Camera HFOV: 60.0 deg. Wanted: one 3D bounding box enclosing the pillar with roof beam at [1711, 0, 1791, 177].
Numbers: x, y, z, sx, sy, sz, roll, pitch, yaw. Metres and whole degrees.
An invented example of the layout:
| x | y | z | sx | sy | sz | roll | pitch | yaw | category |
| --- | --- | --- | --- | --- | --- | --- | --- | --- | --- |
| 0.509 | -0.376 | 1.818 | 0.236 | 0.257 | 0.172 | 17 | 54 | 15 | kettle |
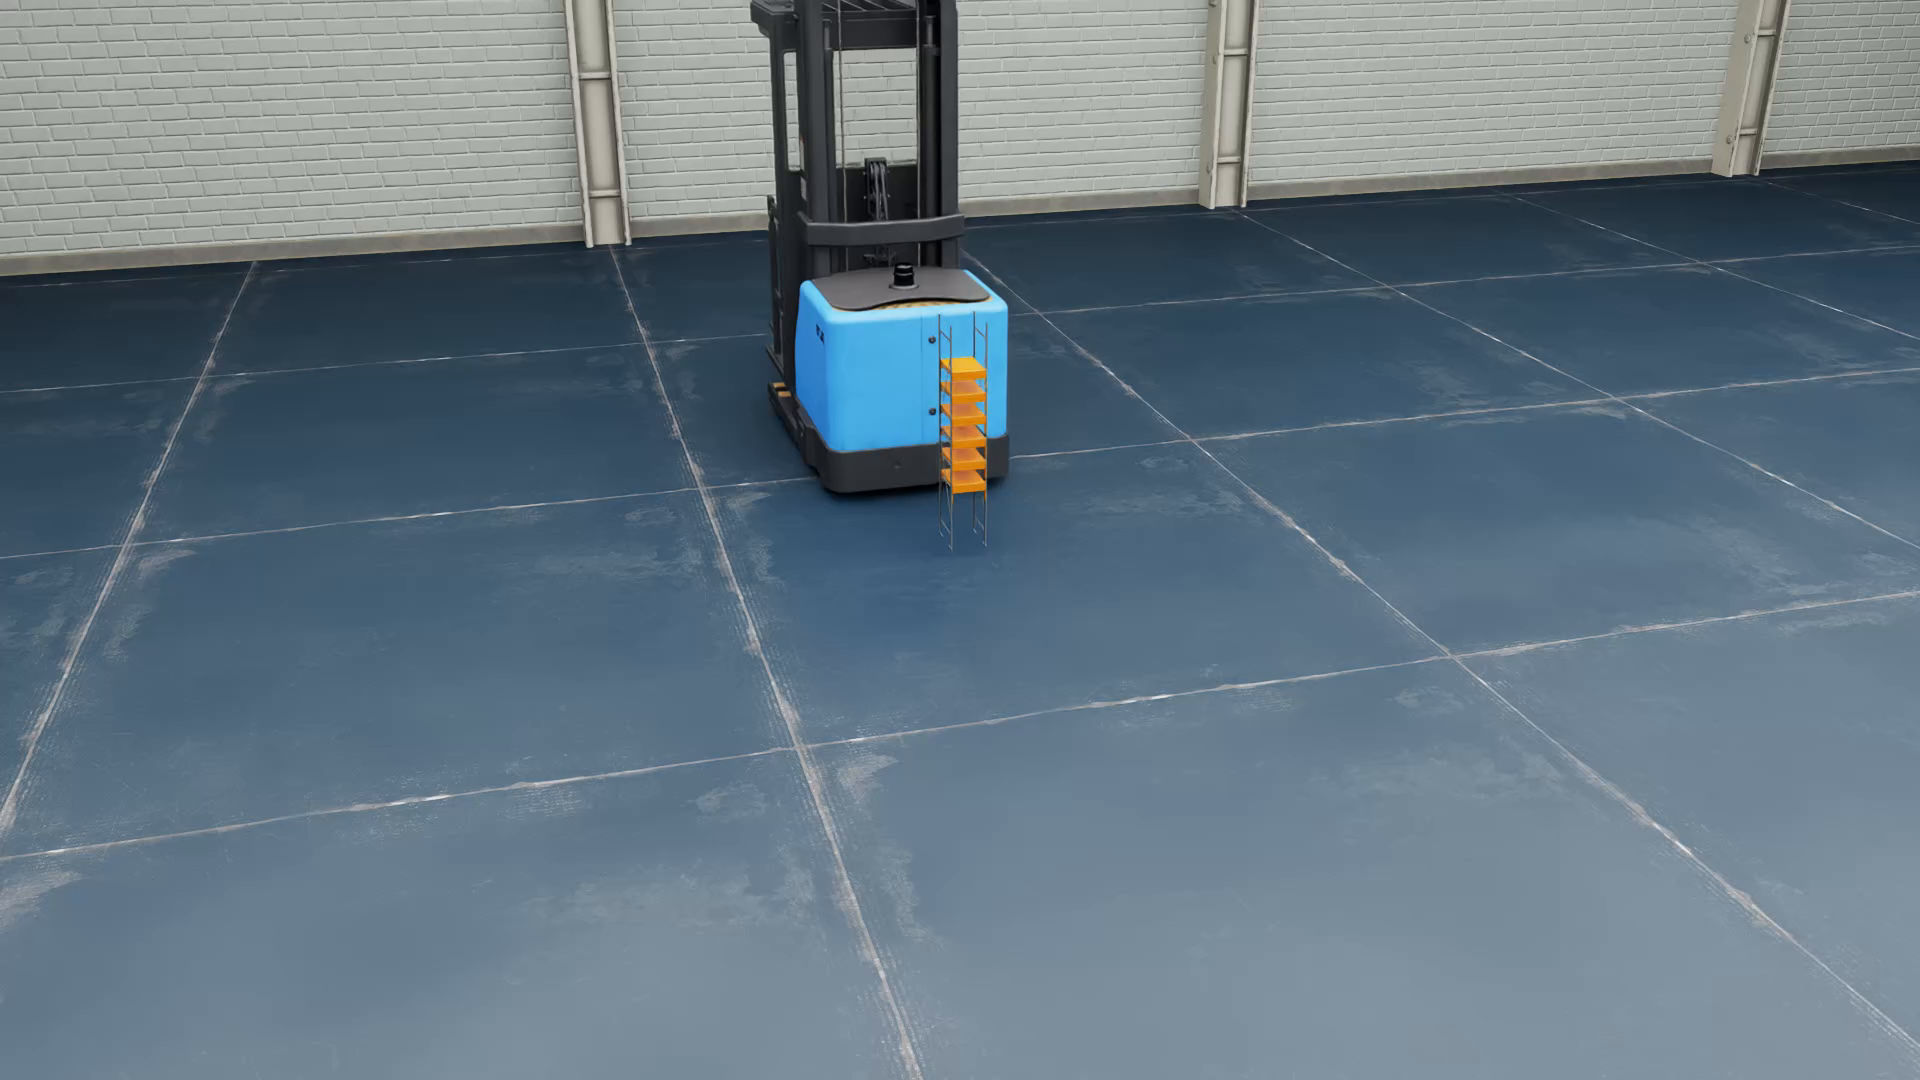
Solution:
| x | y | z | sx | sy | sz | roll | pitch | yaw | category |
| --- | --- | --- | --- | --- | --- | --- | --- | --- | --- |
| 9.537 | -6.469 | 12.413 | 0.400 | 9.000 | 9.100 | -6 | 24 | -14 | pillar with roof beam |

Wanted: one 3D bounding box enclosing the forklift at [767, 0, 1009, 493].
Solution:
| x | y | z | sx | sy | sz | roll | pitch | yaw | category |
| --- | --- | --- | --- | --- | --- | --- | --- | --- | --- |
| -0.614 | -2.162 | 10.071 | 1.130 | 2.935 | 3.031 | -6 | 24 | -14 | forklift |

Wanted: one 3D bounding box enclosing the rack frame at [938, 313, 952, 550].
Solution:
| x | y | z | sx | sy | sz | roll | pitch | yaw | category |
| --- | --- | --- | --- | --- | --- | --- | --- | --- | --- |
| -0.074 | -0.543 | 8.494 | 0.006 | 1.200 | 0.240 | -6 | 24 | -14 | rack frame |

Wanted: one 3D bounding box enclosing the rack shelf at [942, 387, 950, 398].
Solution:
| x | y | z | sx | sy | sz | roll | pitch | yaw | category |
| --- | --- | --- | --- | --- | --- | --- | --- | --- | --- |
| 0.014 | -0.751 | 8.432 | 0.166 | 0.020 | 0.199 | -6 | 24 | -14 | rack shelf |

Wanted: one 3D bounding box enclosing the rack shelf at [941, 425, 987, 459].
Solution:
| x | y | z | sx | sy | sz | roll | pitch | yaw | category |
| --- | --- | --- | --- | --- | --- | --- | --- | --- | --- |
| 0.014 | -0.512 | 8.535 | 0.180 | 0.103 | 0.258 | -6 | 24 | -14 | rack shelf |

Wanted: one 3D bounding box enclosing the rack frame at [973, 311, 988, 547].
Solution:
| x | y | z | sx | sy | sz | roll | pitch | yaw | category |
| --- | --- | --- | --- | --- | --- | --- | --- | --- | --- |
| 0.102 | -0.563 | 8.540 | 0.006 | 1.200 | 0.240 | -6 | 24 | -14 | rack frame |

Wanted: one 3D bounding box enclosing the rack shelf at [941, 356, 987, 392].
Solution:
| x | y | z | sx | sy | sz | roll | pitch | yaw | category |
| --- | --- | --- | --- | --- | --- | --- | --- | --- | --- |
| 0.014 | -0.843 | 8.393 | 0.180 | 0.103 | 0.258 | -6 | 24 | -14 | rack shelf |

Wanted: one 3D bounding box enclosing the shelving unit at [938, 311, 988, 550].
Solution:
| x | y | z | sx | sy | sz | roll | pitch | yaw | category |
| --- | --- | --- | --- | --- | --- | --- | --- | --- | --- |
| 0.014 | -0.553 | 8.517 | 0.189 | 1.200 | 0.258 | -6 | 24 | -14 | shelving unit |

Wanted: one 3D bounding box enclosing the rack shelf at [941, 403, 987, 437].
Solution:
| x | y | z | sx | sy | sz | roll | pitch | yaw | category |
| --- | --- | --- | --- | --- | --- | --- | --- | --- | --- |
| 0.014 | -0.622 | 8.487 | 0.180 | 0.103 | 0.258 | -6 | 24 | -14 | rack shelf |

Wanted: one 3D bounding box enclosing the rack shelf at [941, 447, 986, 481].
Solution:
| x | y | z | sx | sy | sz | roll | pitch | yaw | category |
| --- | --- | --- | --- | --- | --- | --- | --- | --- | --- |
| 0.014 | -0.402 | 8.582 | 0.180 | 0.103 | 0.258 | -6 | 24 | -14 | rack shelf |
